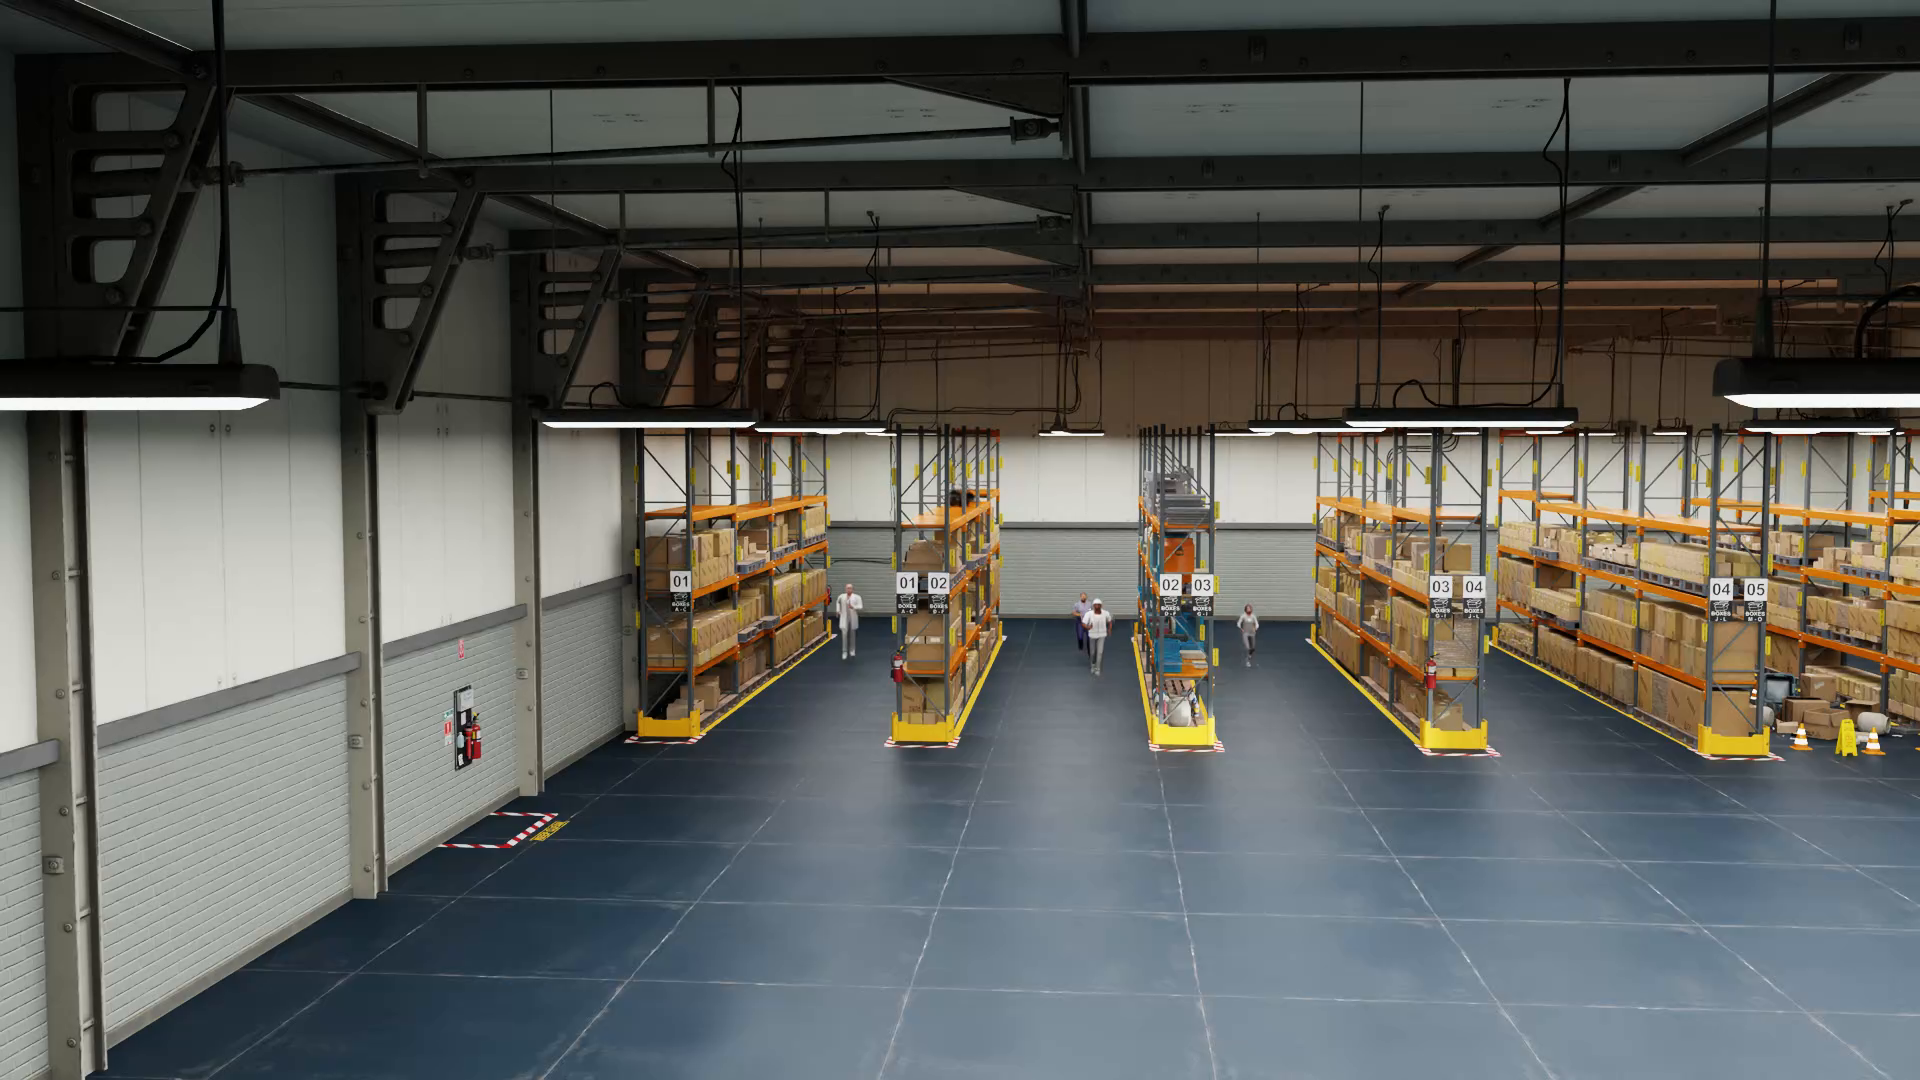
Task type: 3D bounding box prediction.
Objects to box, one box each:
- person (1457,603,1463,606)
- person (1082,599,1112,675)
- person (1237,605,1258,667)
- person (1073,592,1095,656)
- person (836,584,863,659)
[{"bbox_3d":[13.583,2.116,46.117,0.684,1.582,0.518,2,4,32],"label":"person"},{"bbox_3d":[3.167,2.237,38.372,0.715,1.769,0.758,0,3,2],"label":"person"},{"bbox_3d":[7.249,2.398,41.893,0.535,1.548,0.567,0,3,-1],"label":"person"},{"bbox_3d":[3.200,2.168,42.718,0.601,1.658,0.649,0,3,-1],"label":"person"},{"bbox_3d":[-2.766,2.013,41.471,0.684,1.829,0.878,0,3,0],"label":"person"}]
